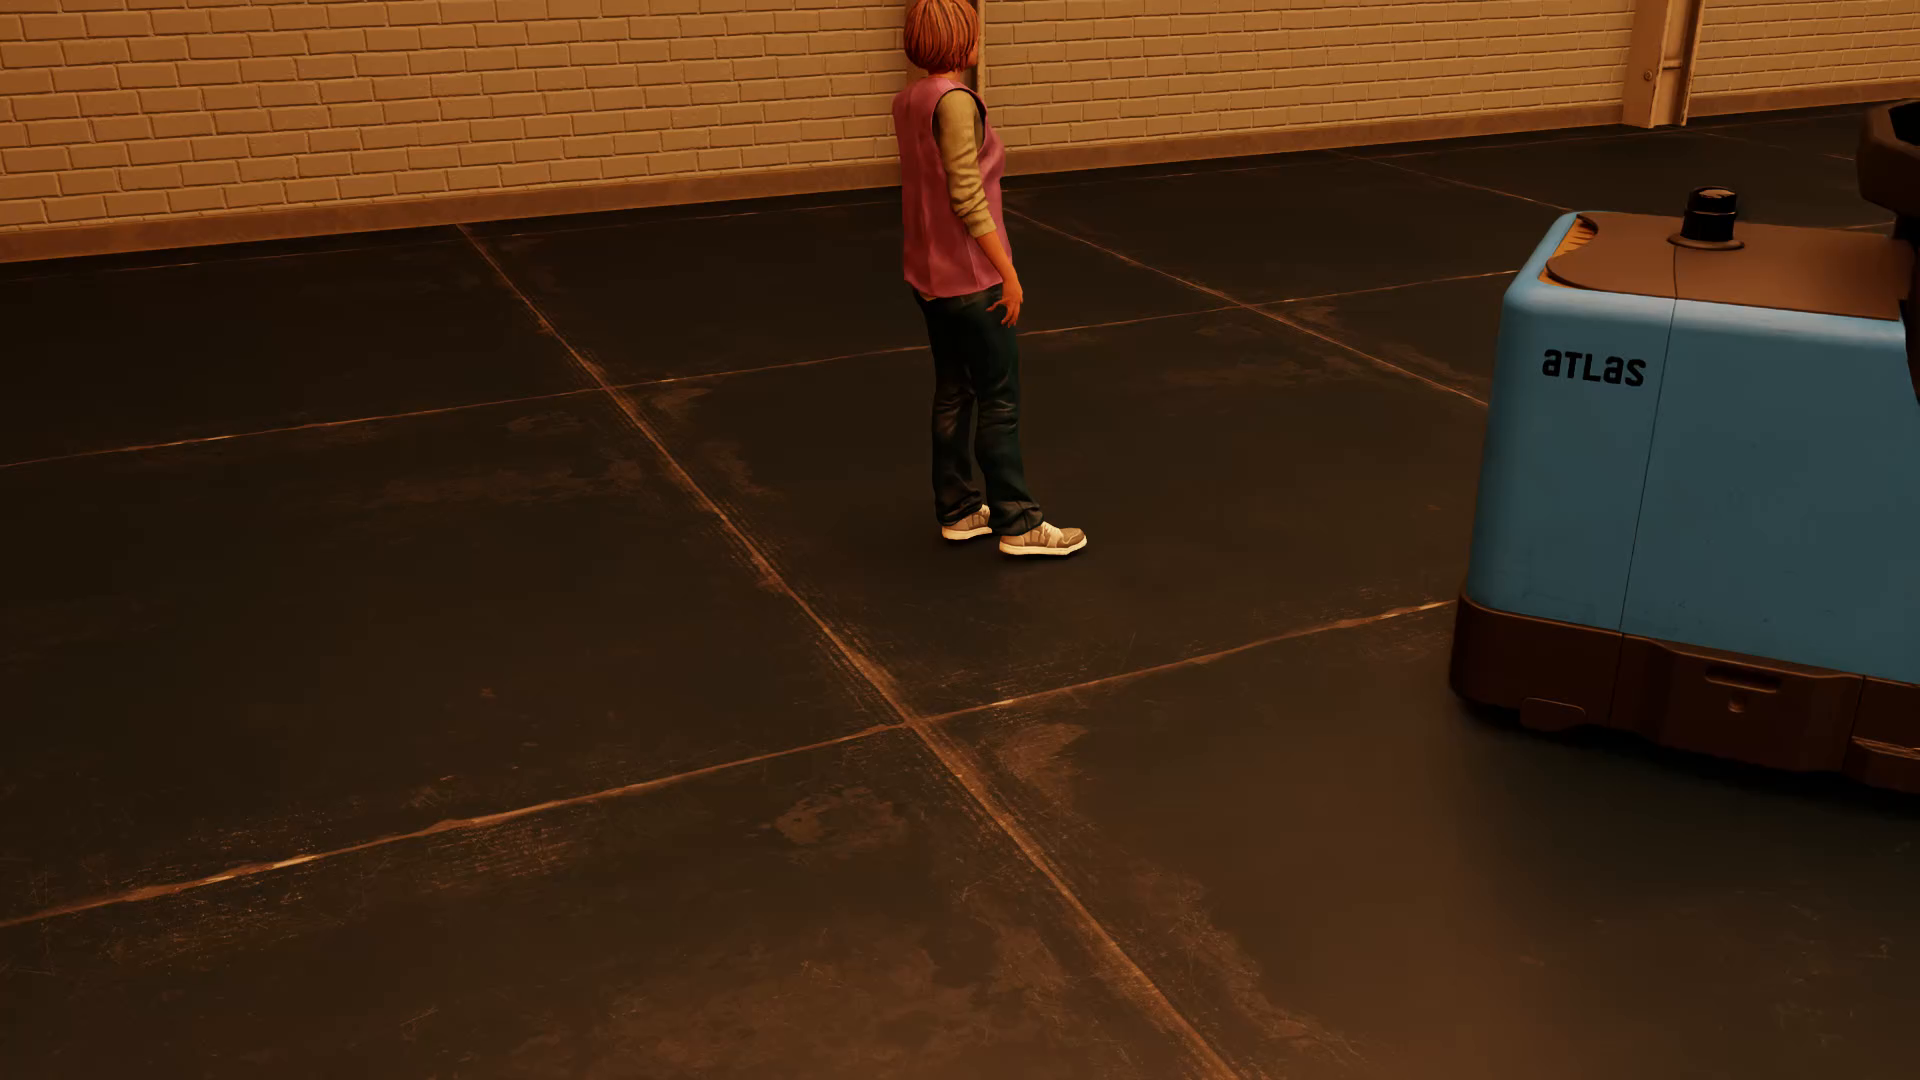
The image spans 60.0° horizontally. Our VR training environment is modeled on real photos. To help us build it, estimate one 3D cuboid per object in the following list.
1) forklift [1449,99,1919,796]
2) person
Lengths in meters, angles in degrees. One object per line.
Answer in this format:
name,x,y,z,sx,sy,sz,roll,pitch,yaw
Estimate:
forklift,2.756,-0.845,3.319,3.031,2.935,1.130,10,25,23
person,0.074,-0.751,4.816,0.473,1.599,0.521,-10,25,-23
